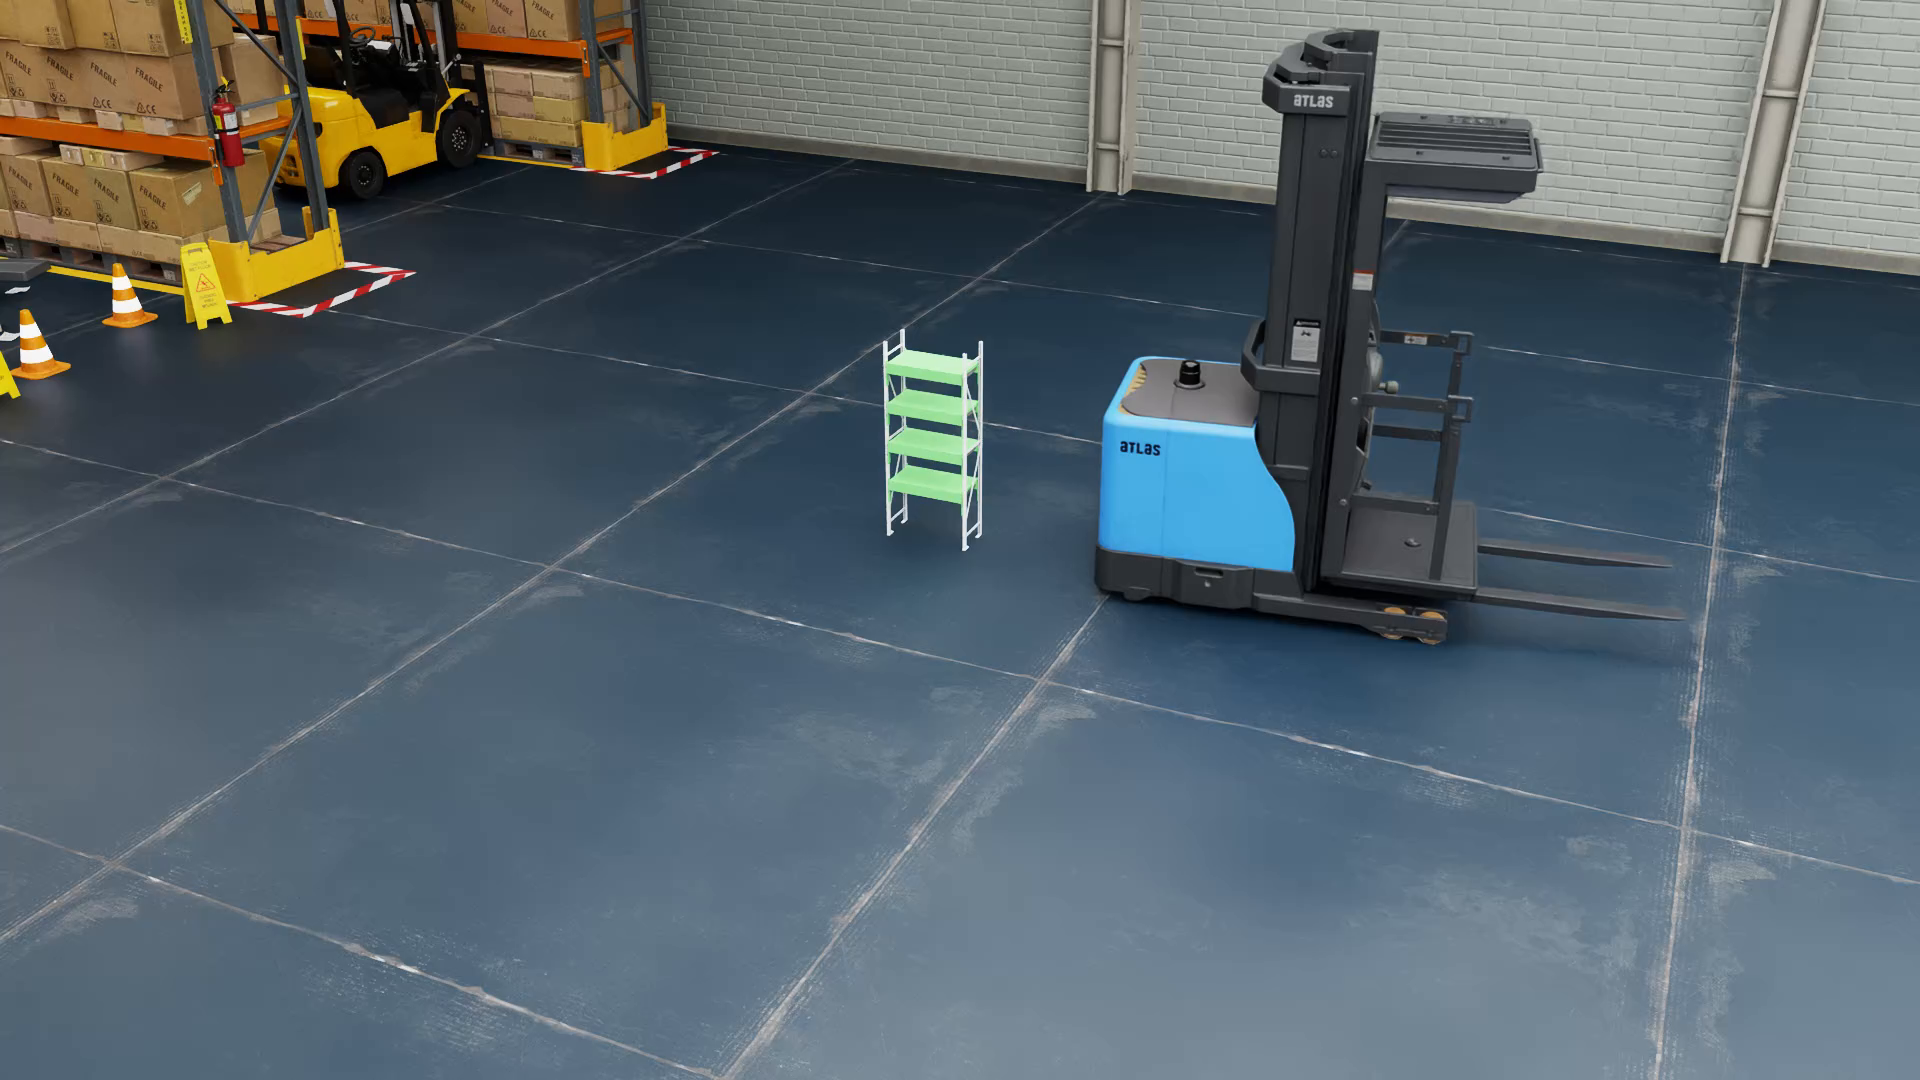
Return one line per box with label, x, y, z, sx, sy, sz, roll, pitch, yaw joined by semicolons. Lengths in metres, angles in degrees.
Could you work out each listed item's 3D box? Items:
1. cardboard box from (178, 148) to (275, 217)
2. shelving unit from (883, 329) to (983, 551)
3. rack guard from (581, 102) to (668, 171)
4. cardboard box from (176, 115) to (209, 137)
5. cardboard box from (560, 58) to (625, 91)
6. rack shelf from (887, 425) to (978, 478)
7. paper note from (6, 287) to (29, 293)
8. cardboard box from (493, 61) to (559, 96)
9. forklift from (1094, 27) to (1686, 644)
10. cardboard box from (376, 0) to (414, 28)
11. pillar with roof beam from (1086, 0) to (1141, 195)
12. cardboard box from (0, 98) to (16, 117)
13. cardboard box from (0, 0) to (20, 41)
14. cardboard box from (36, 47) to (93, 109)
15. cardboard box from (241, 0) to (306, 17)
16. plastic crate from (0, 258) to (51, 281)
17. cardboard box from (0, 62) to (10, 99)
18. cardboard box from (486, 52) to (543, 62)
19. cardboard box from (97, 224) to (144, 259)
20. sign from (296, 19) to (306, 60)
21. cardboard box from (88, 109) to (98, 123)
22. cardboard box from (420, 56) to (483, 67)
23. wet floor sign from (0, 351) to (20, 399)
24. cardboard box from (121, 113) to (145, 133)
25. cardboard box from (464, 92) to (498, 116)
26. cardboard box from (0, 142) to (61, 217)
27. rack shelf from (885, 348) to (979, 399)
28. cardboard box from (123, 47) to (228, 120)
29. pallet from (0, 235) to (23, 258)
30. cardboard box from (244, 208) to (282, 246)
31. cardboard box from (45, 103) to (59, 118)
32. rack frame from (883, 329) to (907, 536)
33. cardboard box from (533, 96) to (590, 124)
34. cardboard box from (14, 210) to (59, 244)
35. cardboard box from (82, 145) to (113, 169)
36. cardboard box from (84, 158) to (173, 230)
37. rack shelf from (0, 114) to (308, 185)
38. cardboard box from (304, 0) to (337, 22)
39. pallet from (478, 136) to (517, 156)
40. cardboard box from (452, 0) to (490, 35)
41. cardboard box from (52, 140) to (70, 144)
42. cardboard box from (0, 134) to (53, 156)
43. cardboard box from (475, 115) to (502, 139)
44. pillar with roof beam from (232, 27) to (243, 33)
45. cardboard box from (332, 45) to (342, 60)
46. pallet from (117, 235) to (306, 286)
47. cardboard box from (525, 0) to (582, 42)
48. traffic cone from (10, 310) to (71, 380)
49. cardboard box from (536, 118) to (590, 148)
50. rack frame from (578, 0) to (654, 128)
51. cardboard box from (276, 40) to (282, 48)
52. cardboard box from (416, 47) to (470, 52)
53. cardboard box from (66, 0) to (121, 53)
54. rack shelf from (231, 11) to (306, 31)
cardboard box;-6.365;-3.101;14.442;0.500;0.500;0.500;10;28;20
shelving unit;-0.151;-0.569;9.546;0.503;1.200;0.258;11;28;22
rack guard;-3.650;-4.418;18.158;0.348;0.500;1.175;11;28;22
cardboard box;-6.152;-3.417;13.579;0.250;0.149;0.380;12;29;24
cardboard box;-4.031;-5.111;18.241;0.500;0.250;0.500;11;28;21
rack shelf;-0.151;-0.511;9.575;0.480;0.148;0.258;11;28;22
paper note;-7.932;-2.108;13.998;0.148;0.019;0.142;2;26;4
cardboard box;-4.687;-4.997;18.009;0.500;0.250;0.500;12;29;23
forklift;2.311;-1.034;8.532;3.031;2.935;1.130;7;27;14
cardboard box;-6.075;-5.953;18.333;0.500;0.500;0.500;11;28;21
pillar with roof beam;-0.253;-5.897;11.540;0.400;9.000;9.100;11;28;22
cardboard box;-8.050;-3.742;14.239;0.250;0.149;0.380;12;28;22
cardboard box;-7.640;-4.474;13.860;0.500;0.500;0.700;11;28;21
cardboard box;-7.239;-3.900;13.826;0.500;0.500;0.500;11;28;22
cardboard box;-7.880;-6.195;19.107;0.500;0.250;0.500;12;29;23
plastic crate;-8.275;-2.352;14.437;0.583;0.080;0.402;2;26;4
cardboard box;-8.161;-4.085;14.201;0.500;0.500;0.500;11;28;21
cardboard box;-4.938;-5.297;18.618;0.500;0.250;0.500;11;28;21
cardboard box;-7.039;-2.640;14.353;0.500;0.250;0.500;11;28;22
sign;-5.499;-4.154;13.811;0.005;0.325;0.100;11;28;22
cardboard box;-7.075;-3.613;13.976;0.250;0.149;0.380;12;29;23
cardboard box;-5.609;-5.181;18.383;0.500;0.250;0.500;11;28;21
wet floor sign;-6.834;-1.273;11.605;0.232;0.644;0.267;6;27;13
cardboard box;-6.653;-3.474;13.695;0.250;0.149;0.380;11;28;21
cardboard box;-5.175;-4.868;18.314;0.500;0.250;0.500;11;28;21
cardboard box;-7.976;-3.165;14.571;0.500;0.500;0.500;13;29;24
rack shelf;-0.151;-0.942;9.363;0.480;0.148;0.258;11;28;22
cardboard box;-6.331;-3.714;13.448;0.500;0.500;0.500;11;28;21
pallet;-8.738;-2.919;15.440;1.213;0.211;1.003;11;28;22
cardboard box;-6.343;-2.761;14.599;0.500;0.250;0.500;11;28;21
cardboard box;-7.536;-3.704;14.163;0.250;0.149;0.380;11;28;22
rack frame;-0.373;-0.613;9.637;0.015;1.200;0.240;11;28;22
cardboard box;-4.244;-4.686;17.944;0.500;0.250;0.500;11;28;21
cardboard box;-7.964;-2.828;14.736;0.500;0.250;0.500;11;28;21
cardboard box;-7.150;-3.259;14.027;0.250;0.149;0.380;12;29;23
cardboard box;-7.037;-2.974;14.184;0.500;0.500;0.500;12;29;24
rack shelf;-7.544;-3.590;14.461;4.000;0.370;1.077;11;28;22
cardboard box;-7.017;-6.134;18.700;0.500;0.500;0.500;11;28;20
pallet;-5.492;-4.640;18.934;1.213;0.211;1.003;11;28;22
cardboard box;-5.164;-5.765;17.951;0.500;0.500;0.500;11;28;21
cardboard box;-7.786;-3.385;15.017;0.500;0.500;0.500;13;29;24
cardboard box;-8.135;-3.456;14.428;0.250;0.149;0.380;13;29;25
cardboard box;-5.131;-4.647;18.431;0.500;0.250;0.500;12;29;22
pillar with roof beam;-11.176;-8.091;15.996;0.400;9.000;9.100;11;28;22
cardboard box;-7.003;-5.464;18.958;0.500;0.250;0.500;11;28;21
pallet;-6.517;-2.473;14.534;1.213;0.211;1.003;11;28;22
cardboard box;-4.229;-5.573;17.561;0.500;0.500;0.500;11;28;21
traffic cone;-6.799;-1.461;12.193;0.334;0.463;0.336;11;28;22
cardboard box;-4.230;-4.458;18.046;0.500;0.250;0.500;12;28;22
rack frame;-3.672;-5.544;17.614;0.127;3.000;1.000;11;28;22
cardboard box;-8.496;-5.634;20.011;0.625;0.625;0.875;11;28;21
cardboard box;-5.863;-5.482;18.994;0.500;0.250;0.500;12;28;22
cardboard box;-6.736;-4.275;13.456;0.500;0.500;0.700;12;29;22
rack shelf;-9.134;-6.318;20.002;4.000;0.370;1.077;11;28;22
